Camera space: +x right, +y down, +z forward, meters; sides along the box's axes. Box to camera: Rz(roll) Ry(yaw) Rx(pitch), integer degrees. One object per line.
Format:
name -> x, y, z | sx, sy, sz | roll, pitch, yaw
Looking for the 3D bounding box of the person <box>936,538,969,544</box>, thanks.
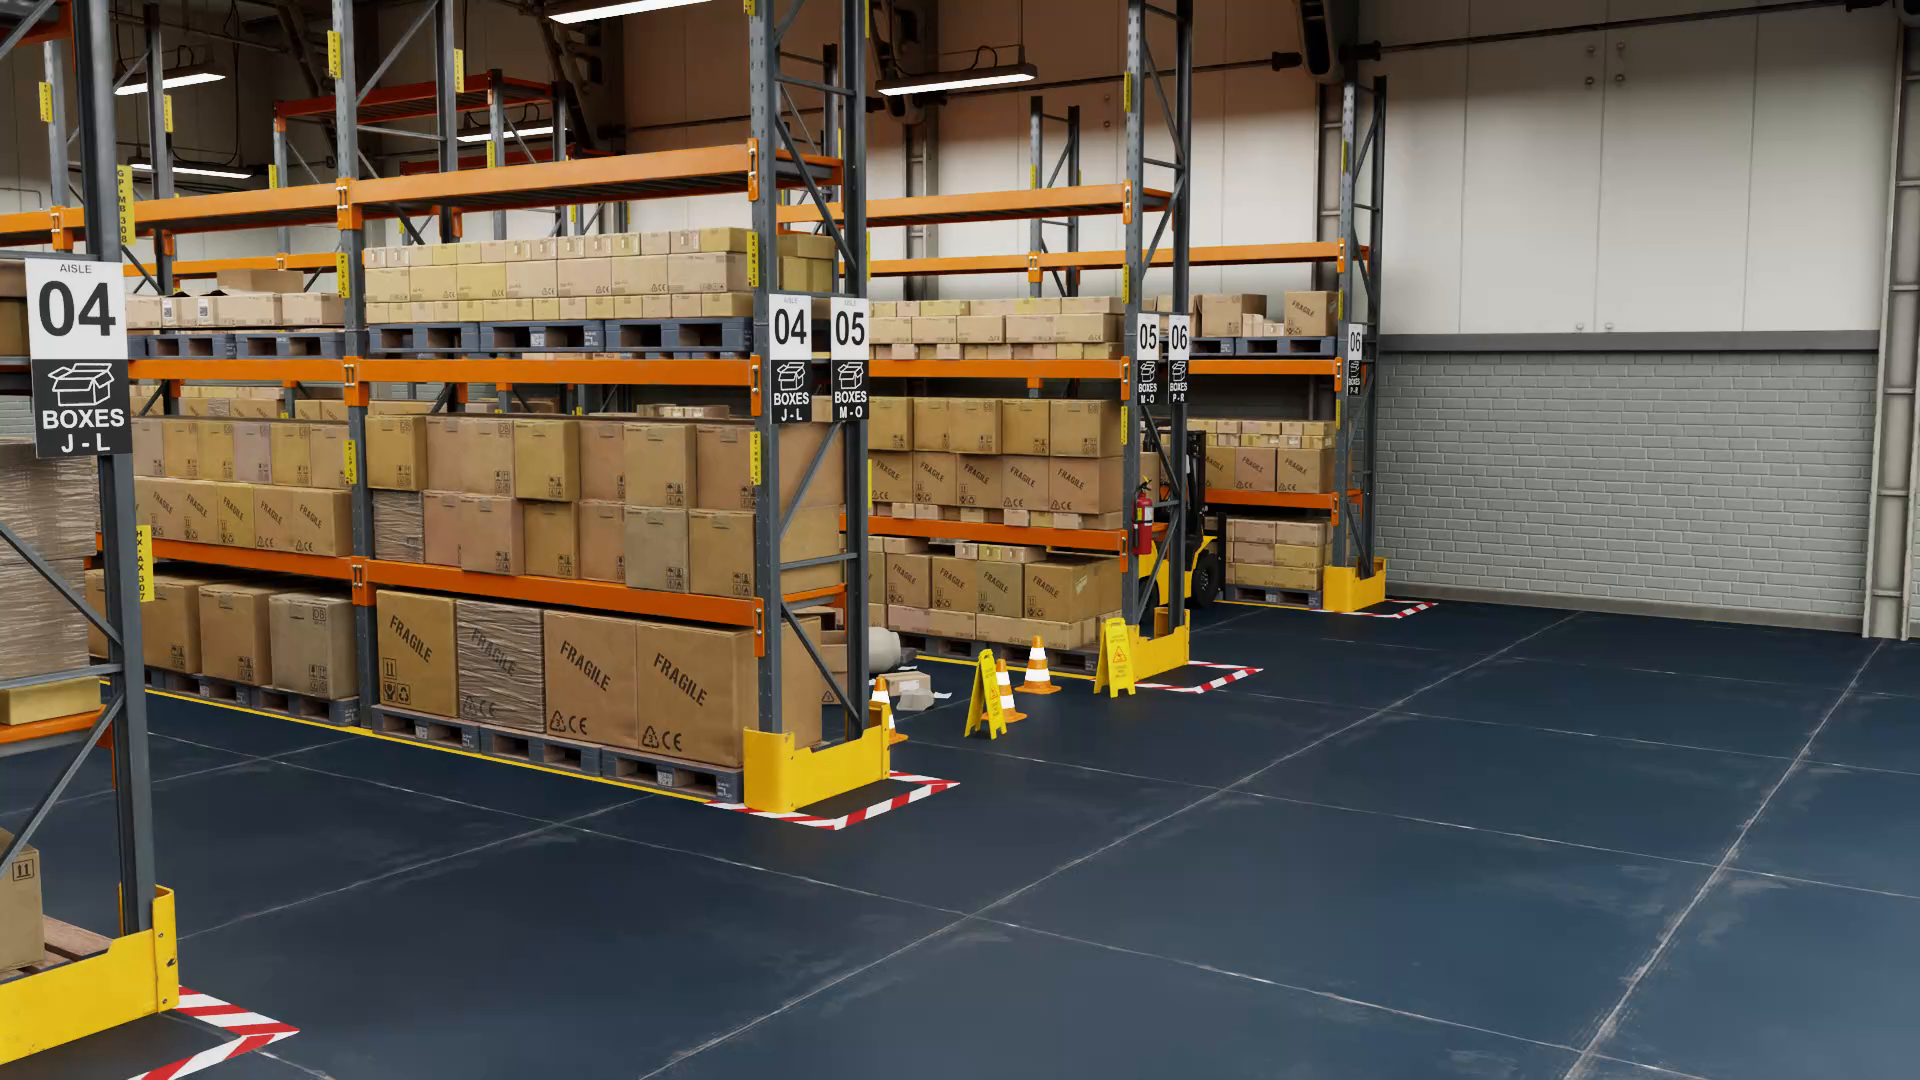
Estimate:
person -> -0.069, -0.063, 18.463 | 0.569, 1.761, 0.381 | 4, 8, 35
